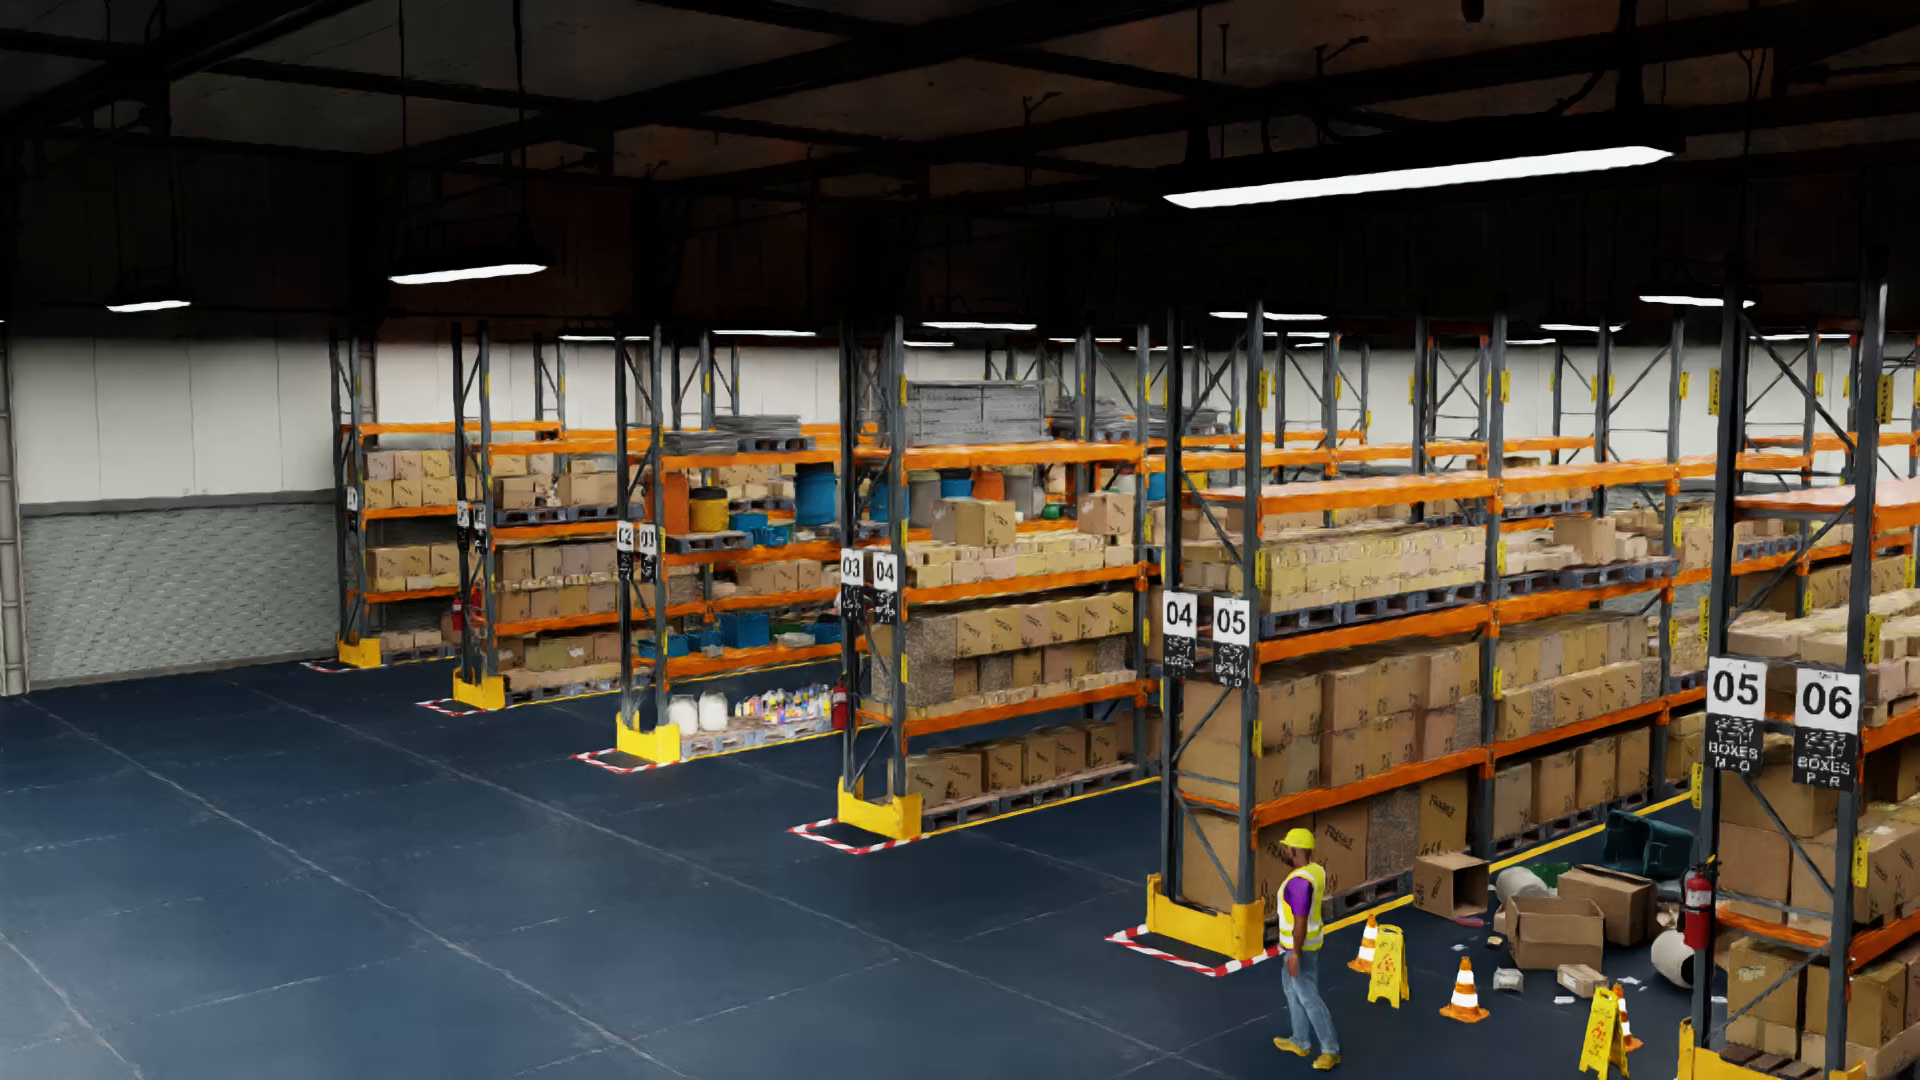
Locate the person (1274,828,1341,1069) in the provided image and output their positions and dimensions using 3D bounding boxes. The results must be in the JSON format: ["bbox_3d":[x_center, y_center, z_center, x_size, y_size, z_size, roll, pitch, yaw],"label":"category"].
[{"bbox_3d":[2.641,3.060,12.588,0.540,1.759,0.658,2,6,20],"label":"person"}]

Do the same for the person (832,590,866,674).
[{"bbox_3d":[-1.861,1.448,28.995,0.691,1.691,0.860,3,7,31],"label":"person"}]

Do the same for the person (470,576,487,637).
[{"bbox_3d":[-8.254,1.455,29.119,0.702,1.669,0.808,3,6,28],"label":"person"}]
